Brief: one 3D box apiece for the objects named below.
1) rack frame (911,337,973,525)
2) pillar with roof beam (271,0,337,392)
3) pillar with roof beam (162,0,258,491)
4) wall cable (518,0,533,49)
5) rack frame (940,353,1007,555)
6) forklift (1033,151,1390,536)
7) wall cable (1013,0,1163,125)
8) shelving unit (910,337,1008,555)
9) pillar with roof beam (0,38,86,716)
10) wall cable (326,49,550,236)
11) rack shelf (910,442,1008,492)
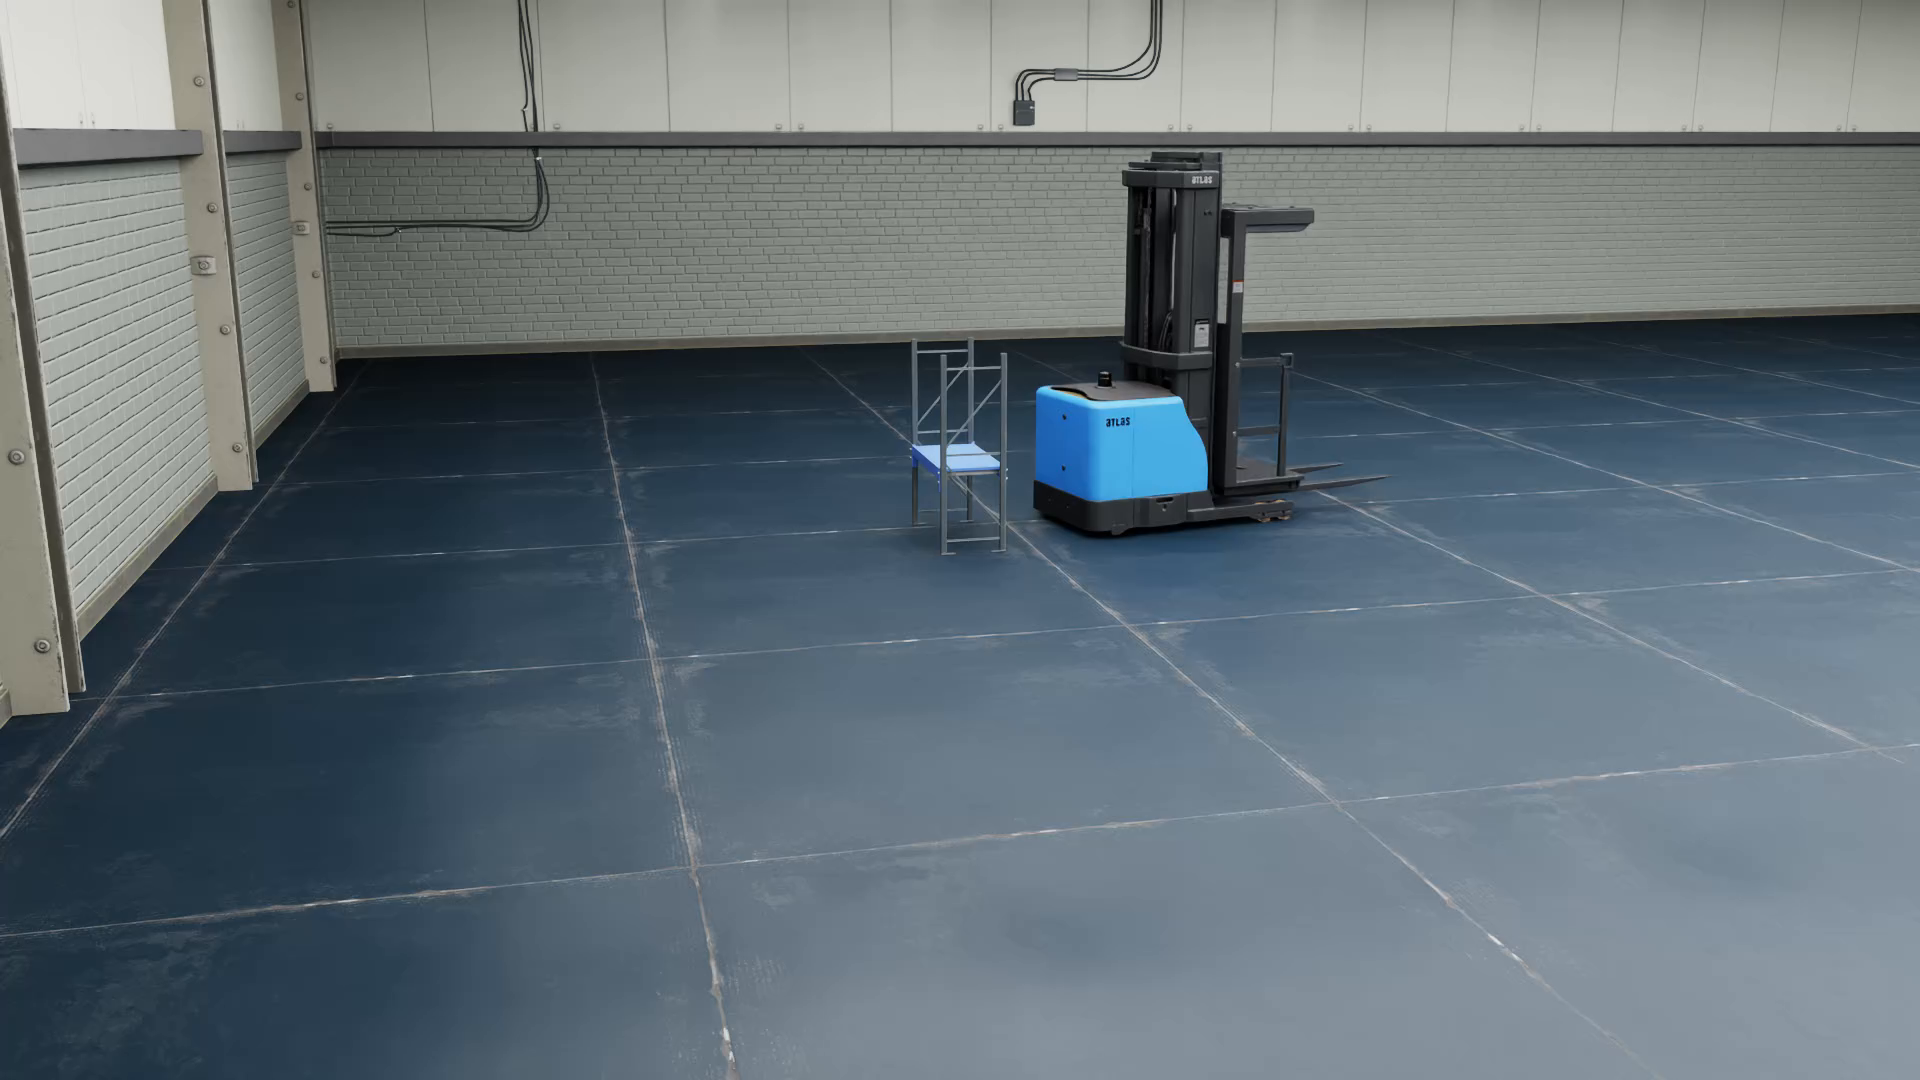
[{"bbox_3d":[-0.139,-0.866,13.310,0.500,1.500,0.032,-3,14,-13],"label":"rack frame"},{"bbox_3d":[-3.709,-6.479,20.485,9.100,9.000,0.400,-3,14,-13],"label":"pillar with roof beam"},{"bbox_3d":[-2.300,-5.095,14.819,9.100,9.000,0.400,-3,14,-13],"label":"pillar with roof beam"},{"bbox_3d":[-4.670,-8.088,22.972,3.097,2.526,0.112,-3,14,-13],"label":"wall cable"},{"bbox_3d":[0.099,-0.631,12.350,0.500,1.500,0.032,-3,14,-13],"label":"rack frame"},{"bbox_3d":[2.164,-1.673,13.600,3.031,2.935,1.130,-6,15,-24],"label":"forklift"},{"bbox_3d":[1.932,-9.170,24.333,2.305,6.003,0.169,-3,14,-13],"label":"wall cable"},{"bbox_3d":[-0.020,-0.748,12.830,0.538,1.500,1.048,-3,14,-13],"label":"shelving unit"},{"bbox_3d":[-0.891,-3.710,9.154,9.100,9.000,0.400,-3,14,-13],"label":"pillar with roof beam"},{"bbox_3d":[-7.300,-5.484,22.955,3.097,2.526,0.112,-3,14,-13],"label":"wall cable"},{"bbox_3d":[-0.020,-0.574,12.872,0.538,0.185,1.000,-3,14,-13],"label":"rack shelf"}]
